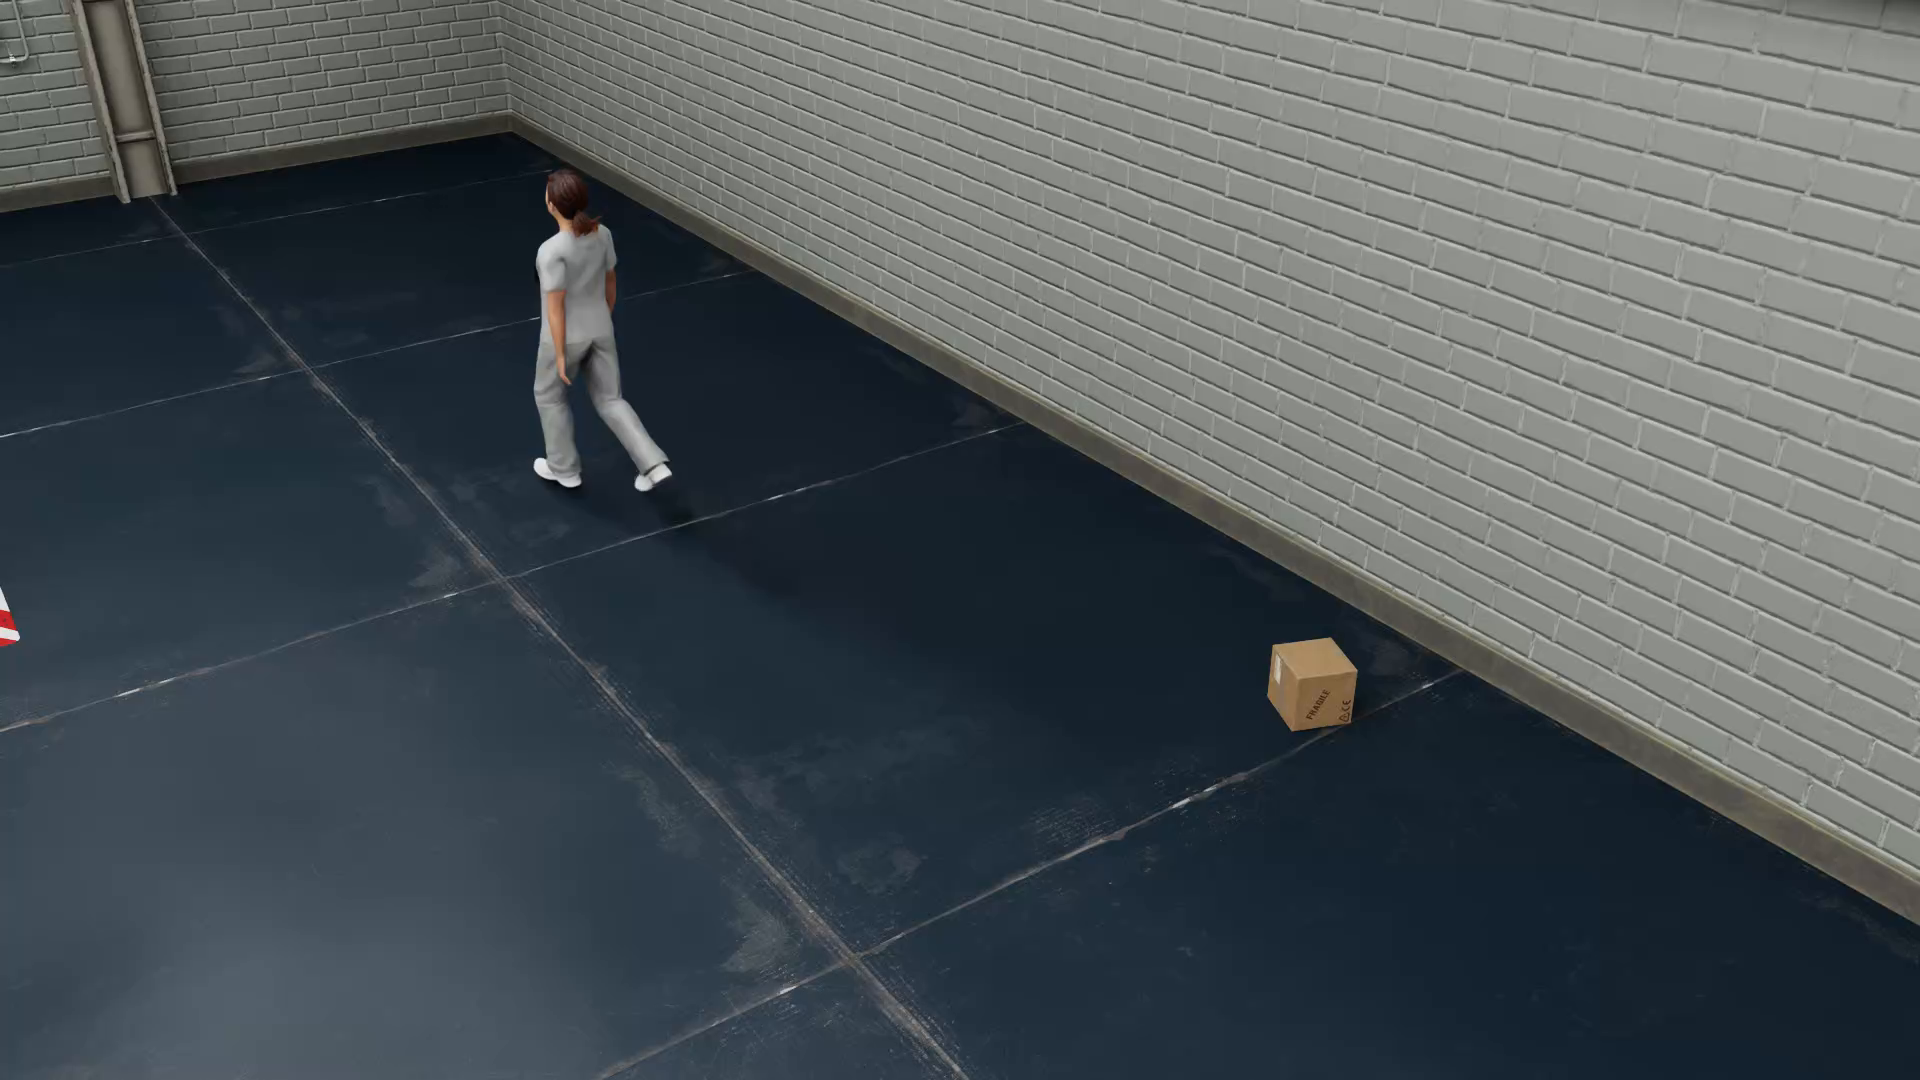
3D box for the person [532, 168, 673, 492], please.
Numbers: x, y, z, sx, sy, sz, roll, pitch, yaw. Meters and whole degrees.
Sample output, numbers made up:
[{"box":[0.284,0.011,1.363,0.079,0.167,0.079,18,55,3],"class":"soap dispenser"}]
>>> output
[{"box":[-1.763,-0.950,7.859,0.907,1.629,0.446,23,36,36],"class":"person"}]
